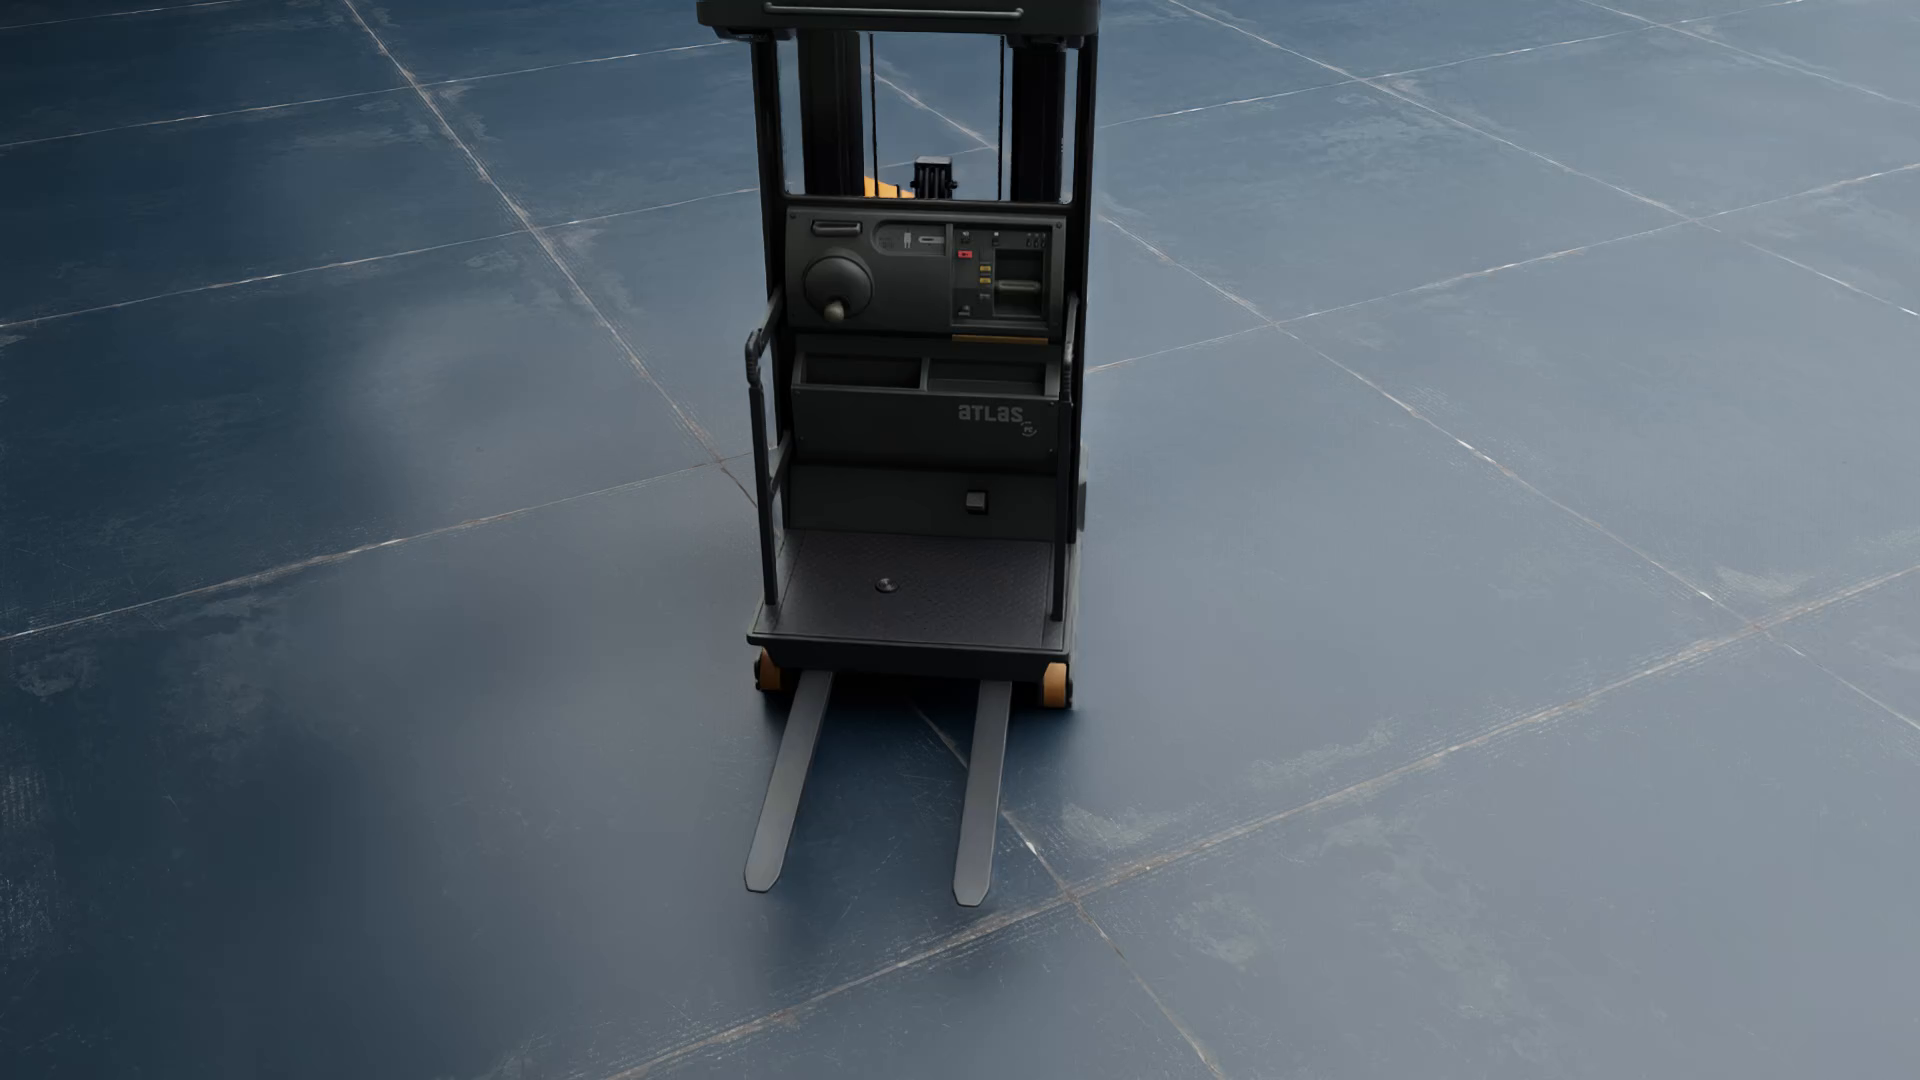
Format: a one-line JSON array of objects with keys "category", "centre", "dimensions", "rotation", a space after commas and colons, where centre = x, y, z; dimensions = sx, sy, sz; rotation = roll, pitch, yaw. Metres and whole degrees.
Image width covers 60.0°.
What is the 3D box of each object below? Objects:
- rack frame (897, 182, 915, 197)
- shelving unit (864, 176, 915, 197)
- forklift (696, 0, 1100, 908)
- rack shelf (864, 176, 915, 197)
[{"category": "rack frame", "centre": [-0.172, -0.999, 7.198], "dimensions": [0.015, 1.200, 0.240], "rotation": [27, 41, 35]}, {"category": "shelving unit", "centre": [-0.351, -1.089, 7.337], "dimensions": [0.503, 1.200, 0.258], "rotation": [27, 41, 35]}, {"category": "forklift", "centre": [-0.135, -0.837, 5.340], "dimensions": [1.130, 2.935, 3.031], "rotation": [3, 33, 5]}, {"category": "rack shelf", "centre": [-0.351, -1.420, 7.125], "dimensions": [0.480, 0.148, 0.258], "rotation": [27, 41, 35]}]
